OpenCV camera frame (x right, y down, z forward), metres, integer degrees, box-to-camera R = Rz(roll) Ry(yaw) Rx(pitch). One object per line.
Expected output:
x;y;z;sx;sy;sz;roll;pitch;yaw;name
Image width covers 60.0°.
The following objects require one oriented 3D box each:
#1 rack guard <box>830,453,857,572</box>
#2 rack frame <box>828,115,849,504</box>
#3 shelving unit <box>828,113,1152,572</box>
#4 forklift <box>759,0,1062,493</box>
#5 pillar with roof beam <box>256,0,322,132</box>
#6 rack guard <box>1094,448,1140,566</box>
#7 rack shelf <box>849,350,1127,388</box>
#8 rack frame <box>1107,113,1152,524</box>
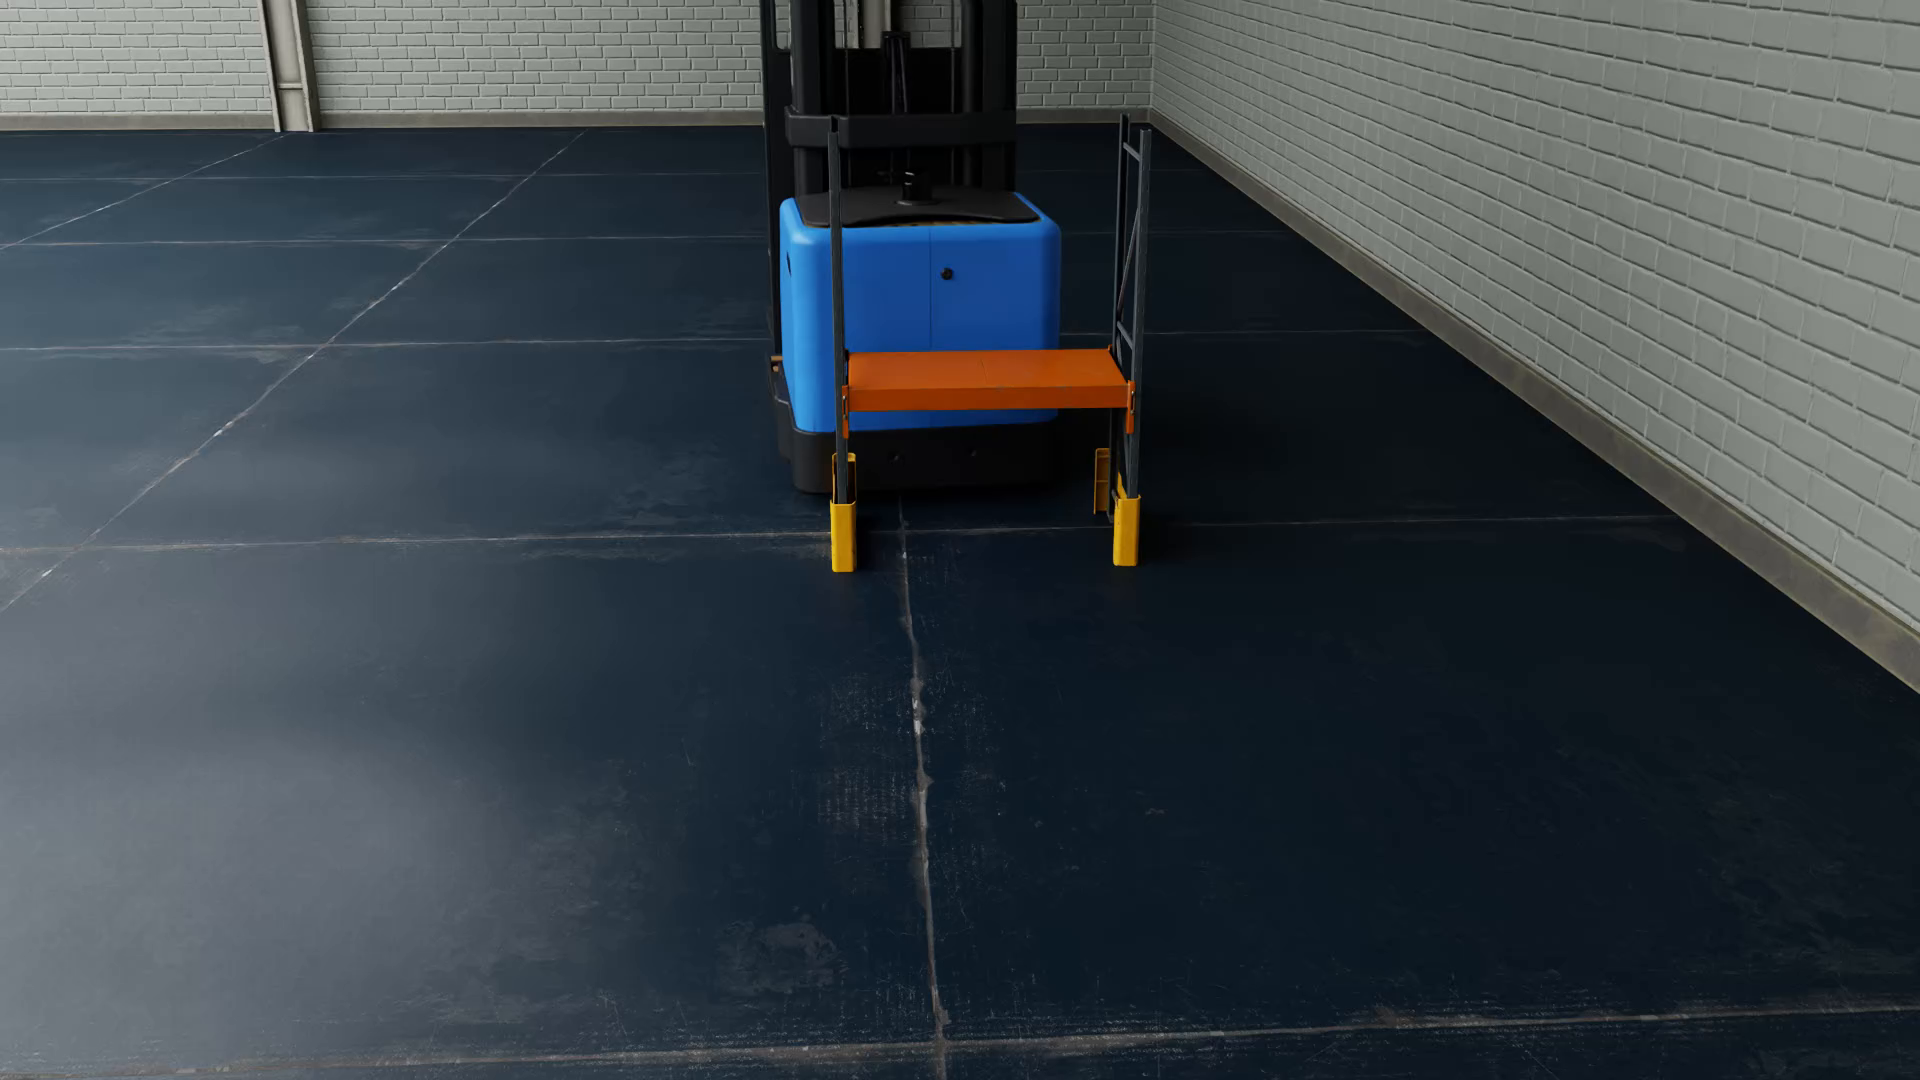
-0.421;-0.108;6.054;0.087;0.250;0.587;-1;21;-3;rack guard
-0.422;-0.692;5.832;0.032;1.500;0.500;-1;21;-3;rack frame
0.076;-0.702;5.858;1.083;1.500;0.587;-1;21;-3;shelving unit
-15.217;-3.179;10.351;29.544;2.935;13.953;-3;21;-8;forklift
-6.662;-6.963;11.761;0.400;9.000;9.100;-1;21;-3;pillar with roof beam
0.573;-0.128;6.107;0.087;0.250;0.587;-1;21;-3;rack guard
0.085;-0.597;5.899;0.952;0.026;0.459;-1;21;-3;rack shelf
0.593;-0.713;5.886;0.032;1.500;0.500;-1;21;-3;rack frame
